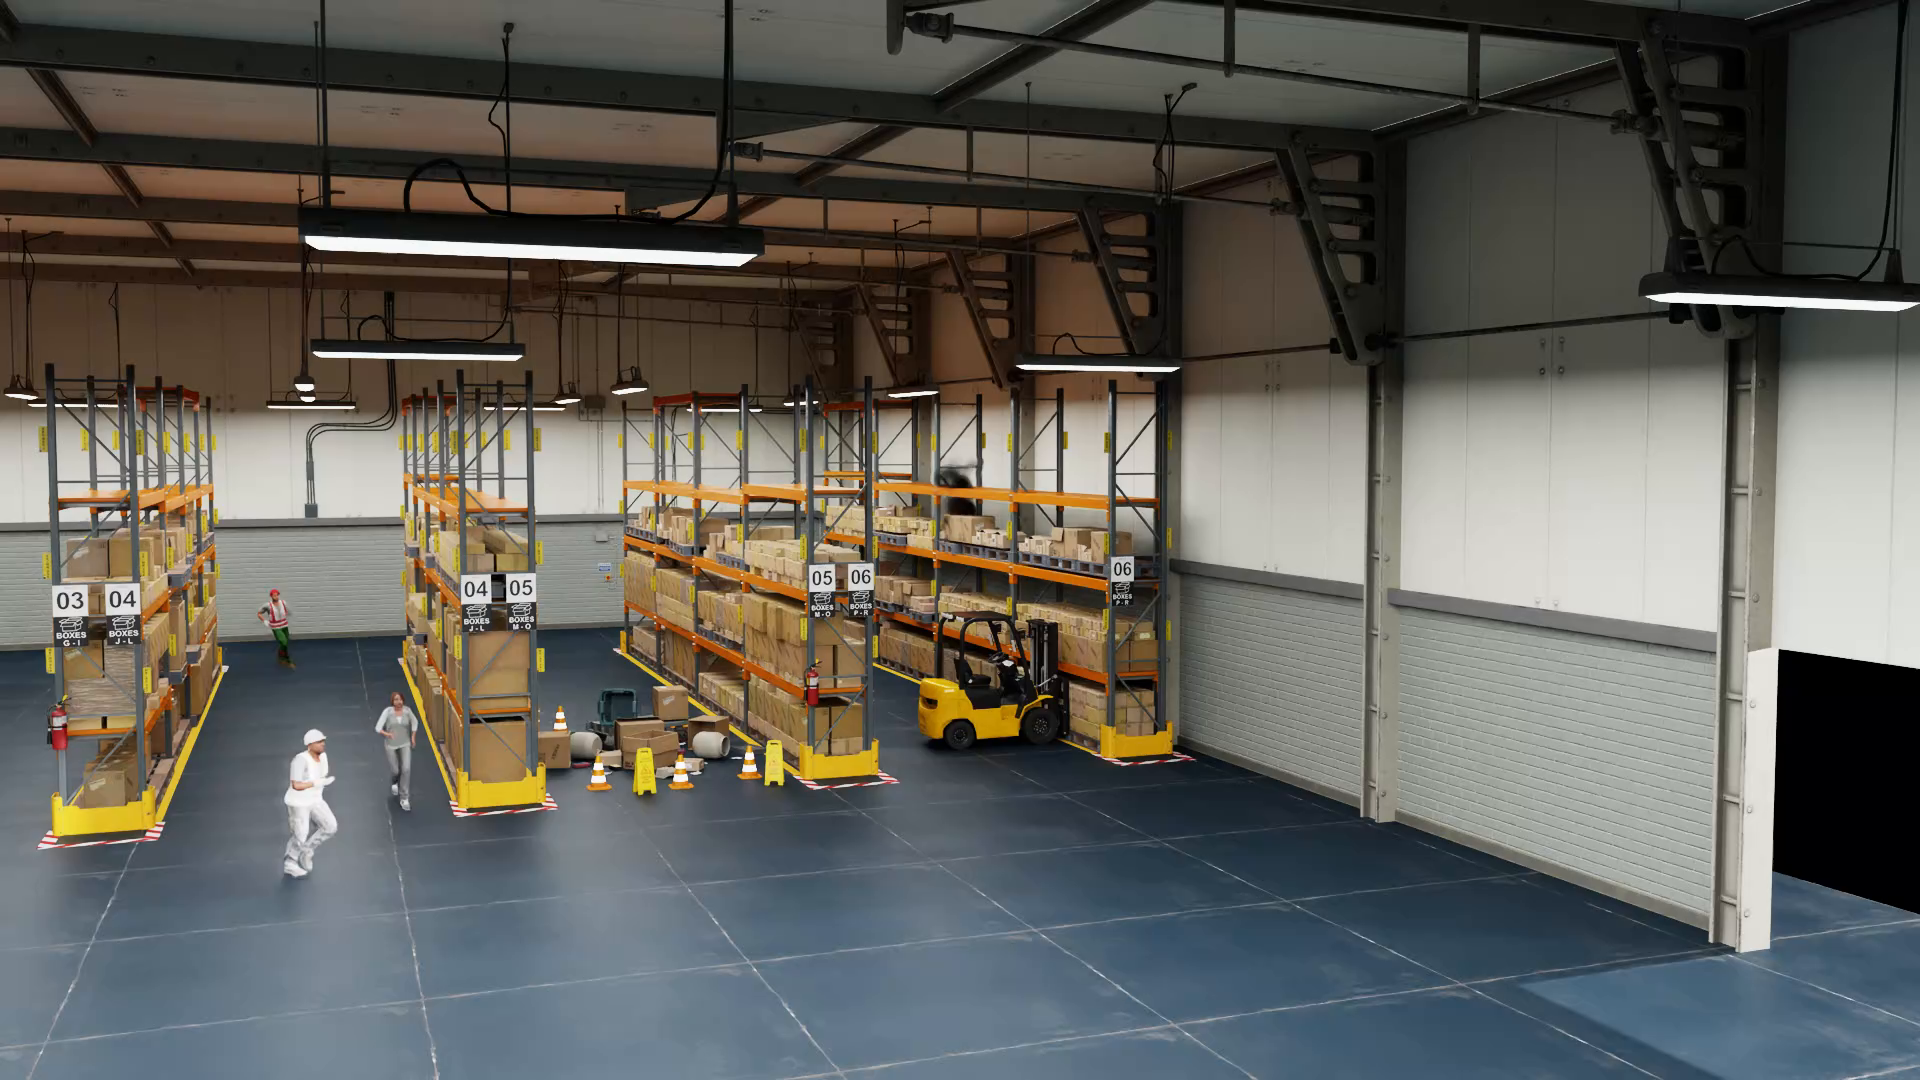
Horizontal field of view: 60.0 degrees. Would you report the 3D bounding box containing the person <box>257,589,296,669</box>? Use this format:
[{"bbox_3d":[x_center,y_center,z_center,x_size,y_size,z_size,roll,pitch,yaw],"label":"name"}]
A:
[{"bbox_3d":[-15.123,1.975,36.833,0.743,1.803,0.660,2,4,33],"label":"person"}]

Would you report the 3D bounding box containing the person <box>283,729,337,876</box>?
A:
[{"bbox_3d":[-7.439,3.009,19.031,0.788,1.717,0.648,1,4,21],"label":"person"}]

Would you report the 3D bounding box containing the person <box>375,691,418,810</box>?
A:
[{"bbox_3d":[-7.768,2.872,22.970,0.578,1.600,0.818,-2,4,-26],"label":"person"}]
